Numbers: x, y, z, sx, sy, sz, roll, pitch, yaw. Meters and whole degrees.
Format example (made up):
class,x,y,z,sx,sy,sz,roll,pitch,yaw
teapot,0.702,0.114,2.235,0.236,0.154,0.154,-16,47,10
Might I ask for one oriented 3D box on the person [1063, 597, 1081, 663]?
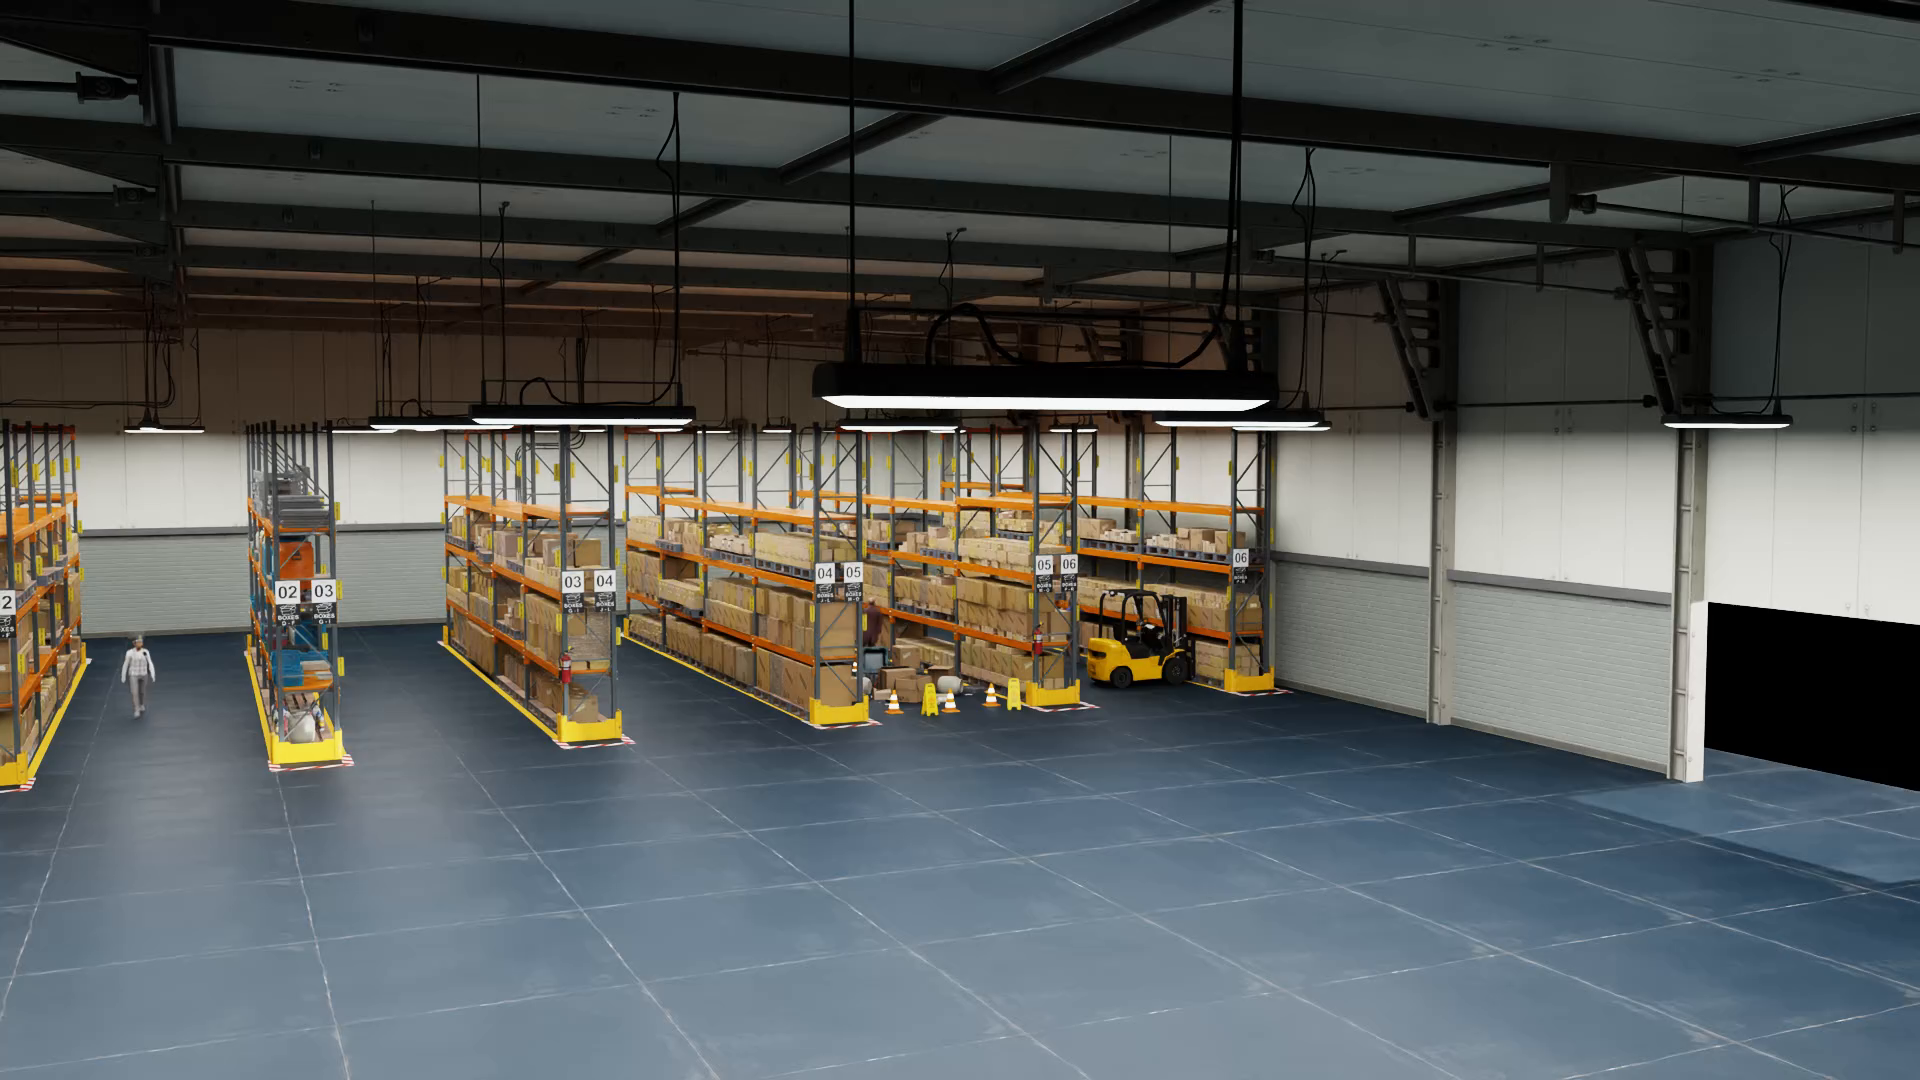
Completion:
class,x,y,z,sx,sy,sz,roll,pitch,yaw
person,2.842,2.285,41.924,0.490,1.676,0.483,3,5,40

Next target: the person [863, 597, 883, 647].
class,x,y,z,sx,sy,sz,roll,pitch,yaw
person,-2.225,2.284,40.651,0.681,1.779,0.498,-2,4,-26

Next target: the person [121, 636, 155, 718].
class,x,y,z,sx,sy,sz,roll,pitch,yaw
person,-16.805,2.759,33.999,0.597,1.615,1.041,-2,4,-33
